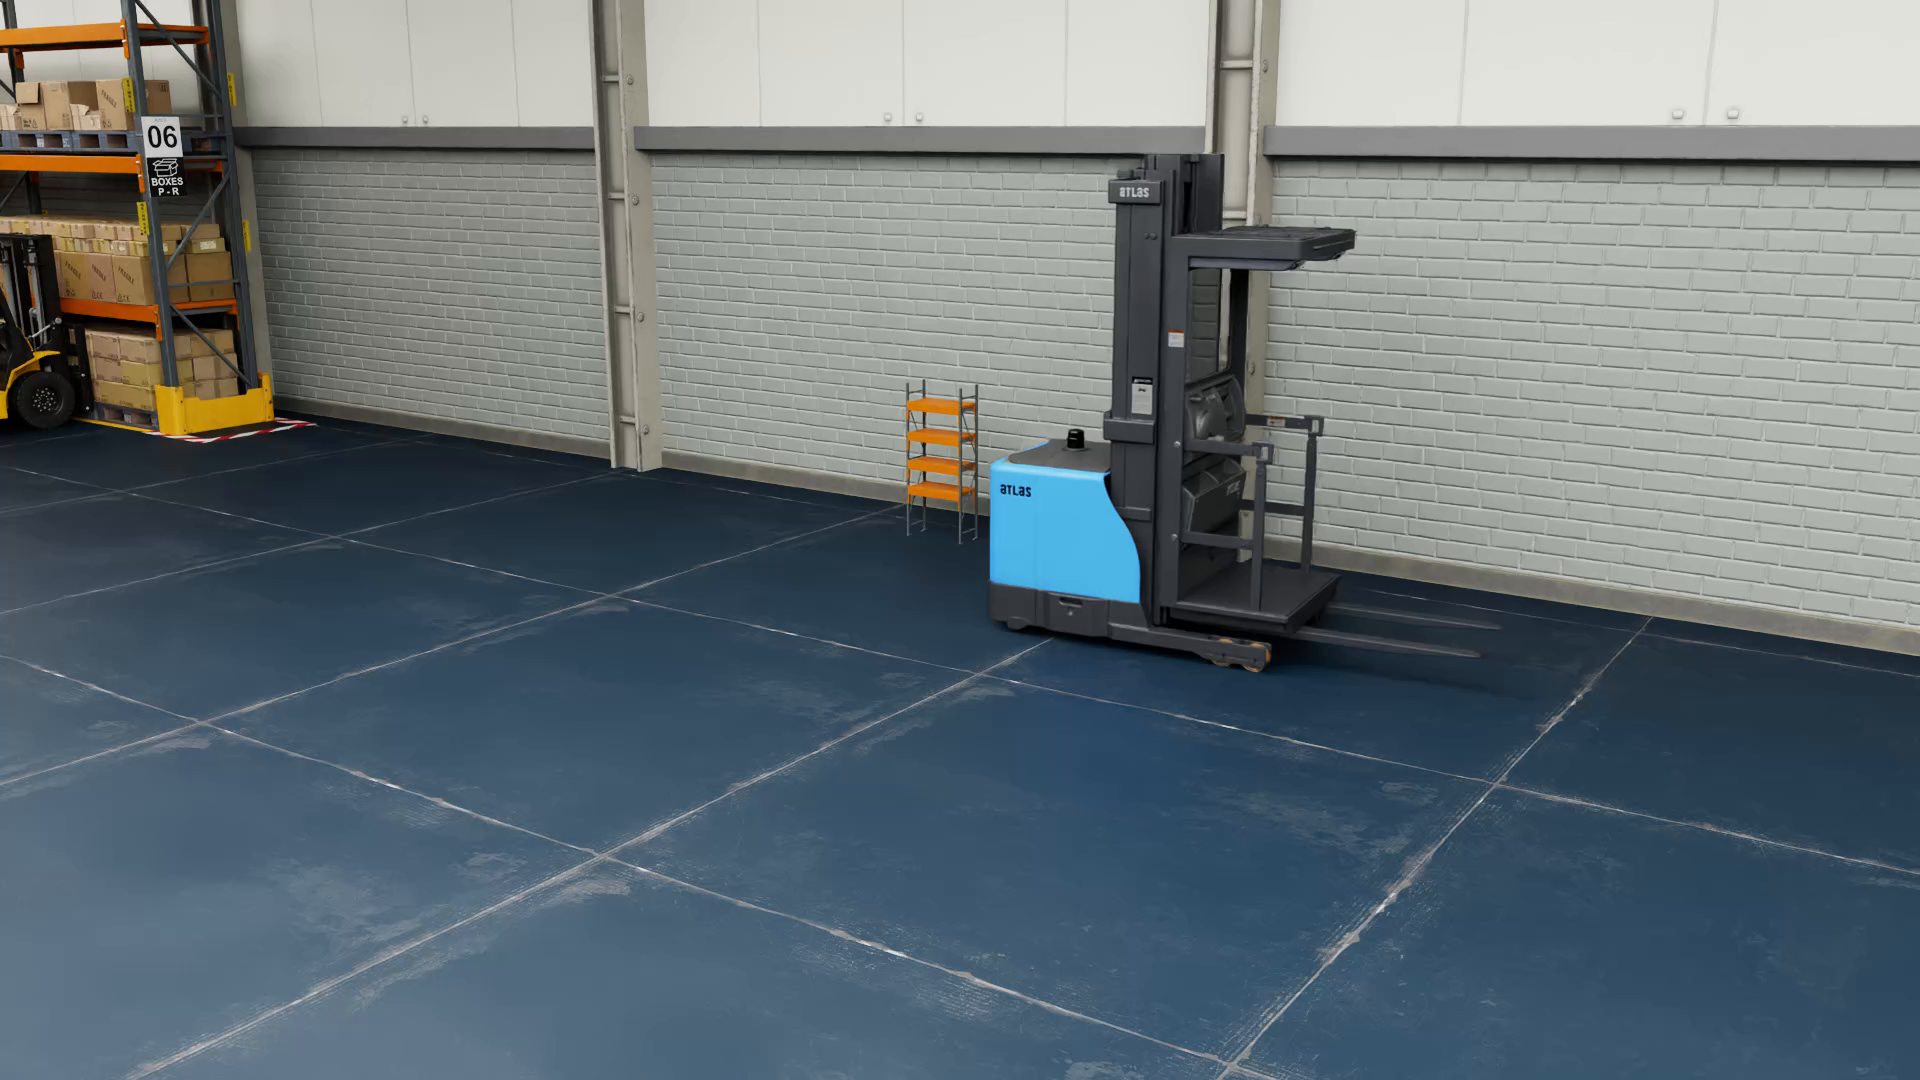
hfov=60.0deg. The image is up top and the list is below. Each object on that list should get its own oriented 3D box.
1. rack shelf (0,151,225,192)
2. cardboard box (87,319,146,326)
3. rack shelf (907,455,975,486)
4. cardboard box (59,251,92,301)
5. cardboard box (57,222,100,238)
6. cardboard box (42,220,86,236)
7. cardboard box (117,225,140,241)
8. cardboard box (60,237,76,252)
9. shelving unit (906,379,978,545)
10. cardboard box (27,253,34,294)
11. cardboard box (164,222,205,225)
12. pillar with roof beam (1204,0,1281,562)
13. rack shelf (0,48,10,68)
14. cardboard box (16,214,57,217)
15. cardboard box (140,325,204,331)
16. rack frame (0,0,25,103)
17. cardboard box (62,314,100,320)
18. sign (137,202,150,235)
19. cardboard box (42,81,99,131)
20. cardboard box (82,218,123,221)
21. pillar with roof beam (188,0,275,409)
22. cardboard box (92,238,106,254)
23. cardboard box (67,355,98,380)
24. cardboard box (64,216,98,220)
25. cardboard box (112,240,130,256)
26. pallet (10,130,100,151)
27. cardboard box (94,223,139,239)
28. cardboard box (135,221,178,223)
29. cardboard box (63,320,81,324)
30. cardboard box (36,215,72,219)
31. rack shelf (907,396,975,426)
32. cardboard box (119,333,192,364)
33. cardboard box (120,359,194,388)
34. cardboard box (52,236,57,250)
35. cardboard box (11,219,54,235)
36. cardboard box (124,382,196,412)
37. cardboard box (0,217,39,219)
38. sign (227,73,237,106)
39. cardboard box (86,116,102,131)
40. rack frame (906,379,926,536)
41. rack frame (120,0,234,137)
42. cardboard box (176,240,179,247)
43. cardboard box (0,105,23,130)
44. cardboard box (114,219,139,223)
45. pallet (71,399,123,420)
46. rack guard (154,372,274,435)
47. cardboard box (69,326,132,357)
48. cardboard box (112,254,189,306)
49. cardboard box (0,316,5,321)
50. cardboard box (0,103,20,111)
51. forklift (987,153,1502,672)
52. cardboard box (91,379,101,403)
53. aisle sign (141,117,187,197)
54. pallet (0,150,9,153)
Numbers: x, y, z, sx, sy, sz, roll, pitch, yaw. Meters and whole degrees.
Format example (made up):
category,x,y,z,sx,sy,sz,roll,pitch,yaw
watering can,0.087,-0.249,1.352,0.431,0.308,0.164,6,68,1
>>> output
category,x,y,z,sx,sy,sz,roll,pitch,yaw
rack shelf,-9.586,-4.049,18.192,4.000,0.370,1.077,9,17,33
cardboard box,-9.467,-2.336,18.786,0.500,0.250,0.500,9,16,32
rack shelf,-0.137,-0.539,12.785,0.480,0.148,0.258,9,17,33
cardboard box,-9.332,-2.876,17.991,0.500,0.500,0.500,9,16,32
cardboard box,-9.456,-3.339,17.892,0.250,0.149,0.380,10,17,34
cardboard box,-9.817,-3.429,18.257,0.250,0.149,0.380,9,17,33
cardboard box,-8.563,-3.215,17.390,0.250,0.149,0.380,9,17,33
cardboard box,-9.449,-3.195,17.930,0.250,0.149,0.380,9,17,33
shelving unit,-0.137,-0.605,12.769,0.503,1.200,0.258,9,17,33
cardboard box,-10.161,-3.013,18.544,0.500,0.500,0.500,9,17,32
cardboard box,-8.272,-3.317,17.805,0.250,0.149,0.380,10,17,35
pillar with roof beam,-0.446,-3.391,7.796,0.400,9.000,9.100,9,17,33
rack shelf,-12.905,-5.847,20.047,4.000,0.370,1.077,9,17,33
cardboard box,-10.812,-3.736,19.494,0.250,0.149,0.380,9,17,33
cardboard box,-8.636,-2.197,18.223,0.500,0.250,0.500,9,17,33
rack frame,-11.245,-6.122,18.829,0.127,3.000,1.000,9,17,33
cardboard box,-10.300,-2.472,19.336,0.500,0.250,0.500,9,16,32
sign,-8.241,-3.245,16.785,0.005,0.325,0.100,9,17,33
cardboard box,-9.224,-4.599,17.626,0.500,0.500,0.700,9,17,33
cardboard box,-9.575,-3.517,18.612,0.250,0.149,0.380,10,17,34
pillar with roof beam,-10.404,-5.001,14.297,0.400,9.000,9.100,9,17,33
cardboard box,-8.980,-3.139,17.702,0.250,0.149,0.380,9,17,32
cardboard box,-9.355,-1.923,18.157,0.500,0.250,0.500,9,16,32
cardboard box,-9.953,-3.601,18.950,0.250,0.149,0.380,9,16,32
cardboard box,-8.599,-3.056,17.369,0.250,0.149,0.380,9,17,34
pallet,-9.515,-4.350,18.097,1.213,0.211,1.003,9,17,33
cardboard box,-8.961,-3.293,17.704,0.250,0.149,0.380,9,17,33
cardboard box,-8.708,-3.380,18.057,0.250,0.149,0.380,9,17,33
cardboard box,-10.181,-2.302,18.649,0.500,0.250,0.500,10,17,35
cardboard box,-10.400,-3.661,19.192,0.250,0.149,0.380,9,17,32
rack shelf,-0.137,-0.986,12.674,0.480,0.148,0.258,9,17,33
cardboard box,-8.483,-2.028,17.541,0.500,0.250,0.500,10,17,35
cardboard box,-8.505,-1.789,17.614,0.500,0.250,0.500,9,16,32
cardboard box,-9.856,-3.267,18.221,0.250,0.149,0.380,9,16,32
cardboard box,-10.276,-3.482,18.471,0.250,0.149,0.380,9,16,32
cardboard box,-8.493,-1.543,17.662,0.500,0.250,0.500,9,17,33
cardboard box,-10.663,-3.567,18.812,0.250,0.149,0.380,9,16,32
sign,-7.612,-4.703,17.351,0.005,0.325,0.100,9,17,33
cardboard box,-8.783,-4.311,17.194,0.250,0.149,0.380,9,16,31
rack frame,-0.340,-0.637,12.901,0.015,1.200,0.240,9,17,33
rack frame,-7.926,-5.586,16.662,0.127,3.000,1.000,9,17,33
cardboard box,-8.303,-3.155,17.768,0.250,0.149,0.380,9,17,33
cardboard box,-10.183,-4.594,18.094,0.258,0.266,0.396,9,16,31
cardboard box,-9.104,-3.465,18.402,0.250,0.149,0.380,9,16,31
pallet,-9.592,-1.578,18.760,1.213,0.211,1.003,9,17,33
rack guard,-7.906,-1.457,17.670,0.348,0.500,1.175,9,17,33
cardboard box,-9.334,-2.161,18.078,0.500,0.250,0.500,9,17,34
cardboard box,-8.481,-2.736,17.426,0.500,0.500,0.500,9,16,32
cardboard box,-11.019,-2.437,19.194,0.500,0.250,0.500,9,16,32
cardboard box,-10.691,-4.715,18.490,0.500,0.311,0.500,10,17,34
forklift,1.716,-0.797,9.945,3.031,2.935,1.130,7,16,27
cardboard box,-9.310,-1.681,18.218,0.500,0.250,0.500,9,17,33
aisle sign,-8.036,-3.868,16.798,0.004,0.787,0.394,9,17,33
pallet,-11.985,-4.689,19.679,1.217,0.209,0.805,8,16,31
